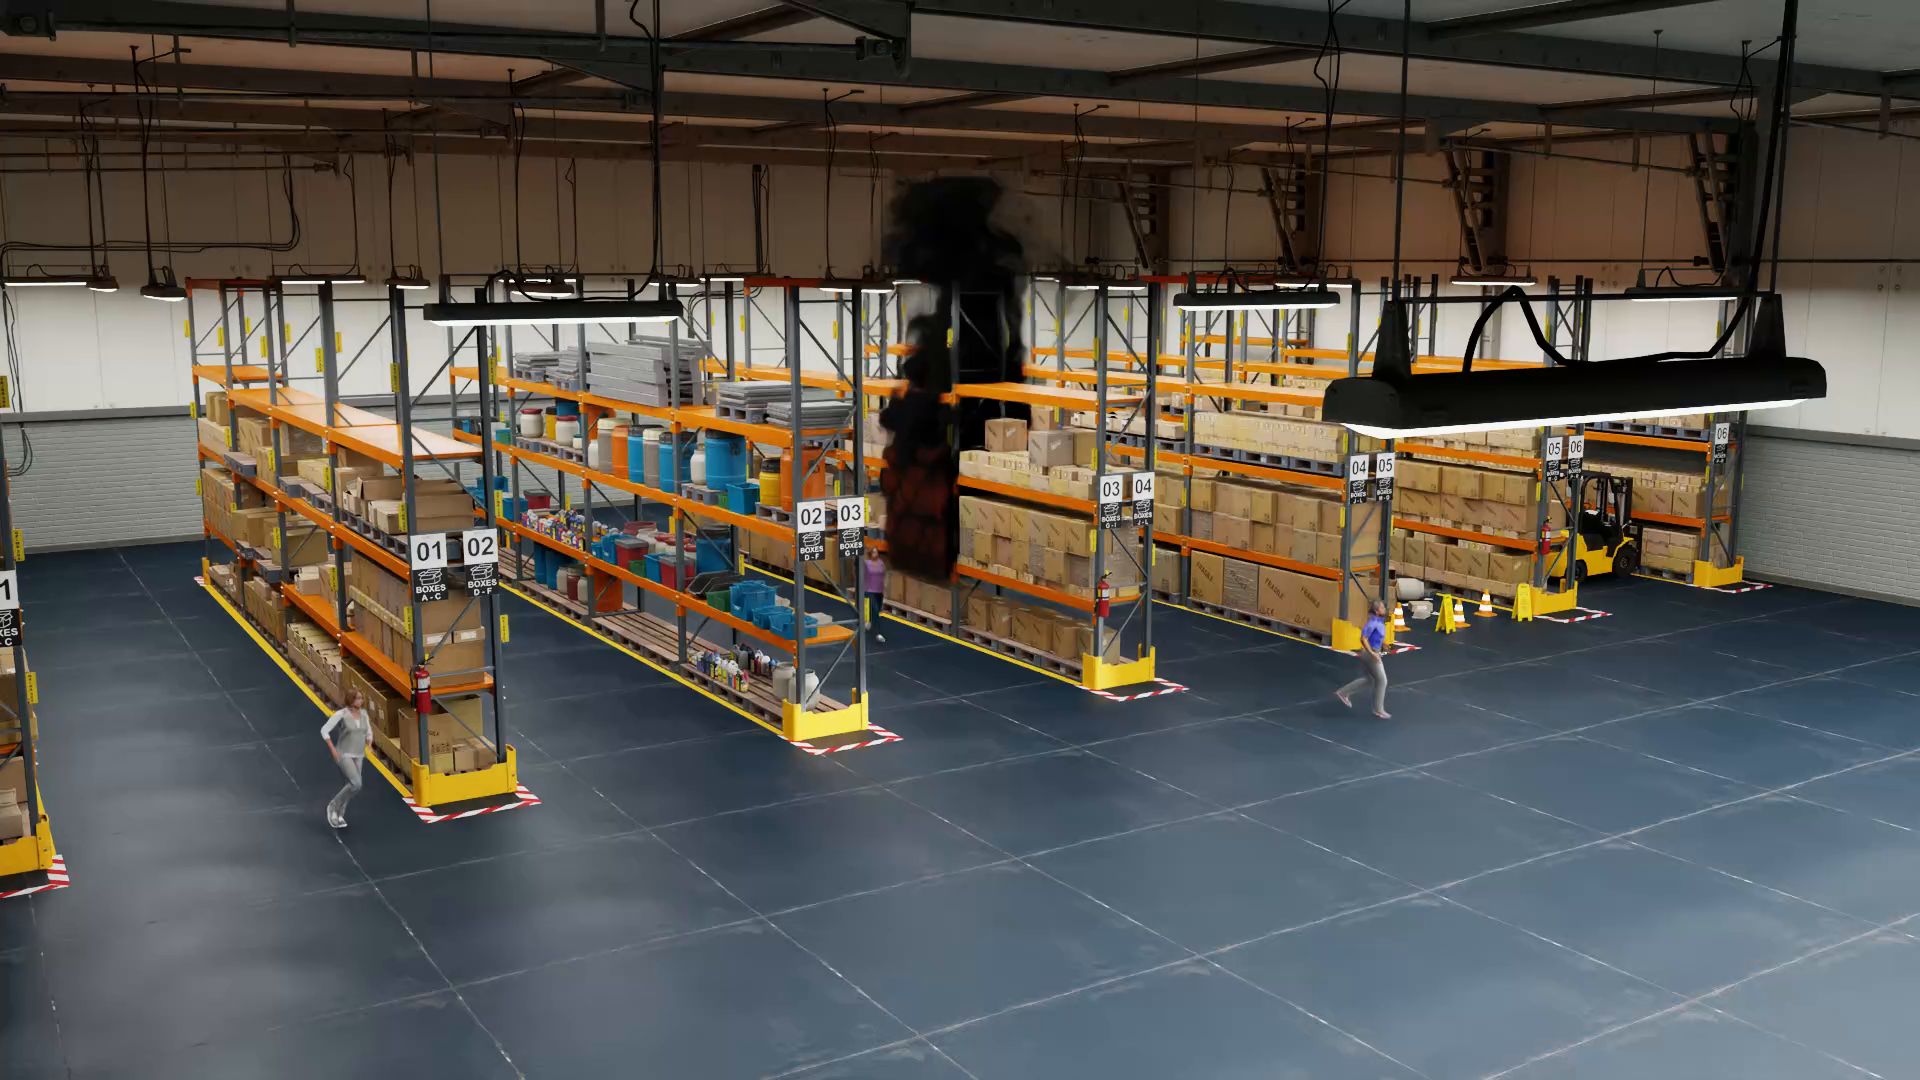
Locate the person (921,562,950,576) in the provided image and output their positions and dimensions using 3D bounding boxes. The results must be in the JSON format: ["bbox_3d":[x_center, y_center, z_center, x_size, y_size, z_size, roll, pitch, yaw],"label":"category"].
[{"bbox_3d":[-0.415,-0.034,32.968,0.702,1.757,0.894,-8,13,-40],"label":"person"}]

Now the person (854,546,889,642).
[{"bbox_3d":[-1.469,0.873,27.994,0.559,1.586,0.855,-5,11,-29],"label":"person"}]

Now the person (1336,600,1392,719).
[{"bbox_3d":[5.682,1.650,23.292,0.792,1.674,0.577,3,10,15],"label":"person"}]

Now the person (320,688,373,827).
[{"bbox_3d":[-6.853,2.452,18.747,0.528,1.544,0.584,5,11,28],"label":"person"}]
